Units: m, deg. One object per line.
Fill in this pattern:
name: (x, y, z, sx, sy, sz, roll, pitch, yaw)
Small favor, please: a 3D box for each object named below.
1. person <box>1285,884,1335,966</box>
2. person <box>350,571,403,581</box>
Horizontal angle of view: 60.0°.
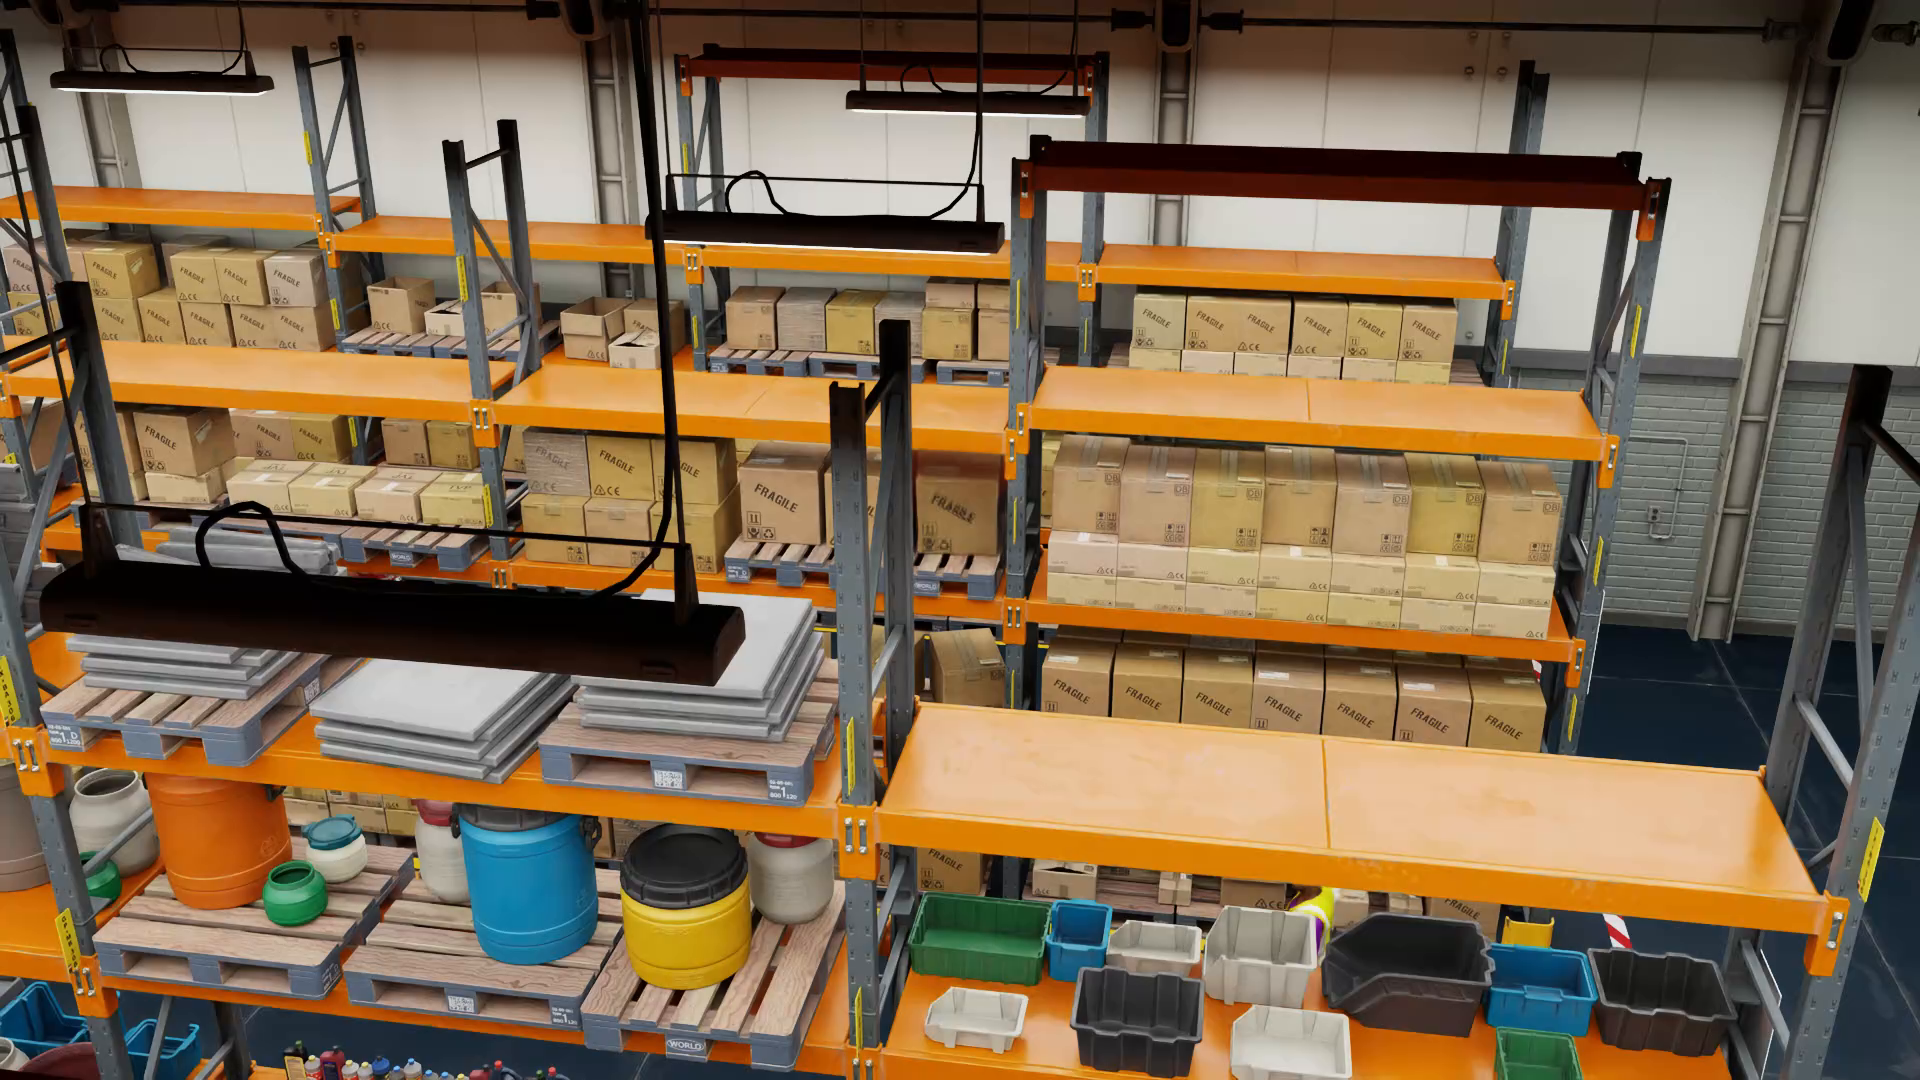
person: (2.427, 2.905, 11.307, 0.979, 1.725, 0.565, 3, 23, 6)
person: (-5.905, 0.474, 16.923, 0.495, 1.773, 0.572, 10, 25, 21)
